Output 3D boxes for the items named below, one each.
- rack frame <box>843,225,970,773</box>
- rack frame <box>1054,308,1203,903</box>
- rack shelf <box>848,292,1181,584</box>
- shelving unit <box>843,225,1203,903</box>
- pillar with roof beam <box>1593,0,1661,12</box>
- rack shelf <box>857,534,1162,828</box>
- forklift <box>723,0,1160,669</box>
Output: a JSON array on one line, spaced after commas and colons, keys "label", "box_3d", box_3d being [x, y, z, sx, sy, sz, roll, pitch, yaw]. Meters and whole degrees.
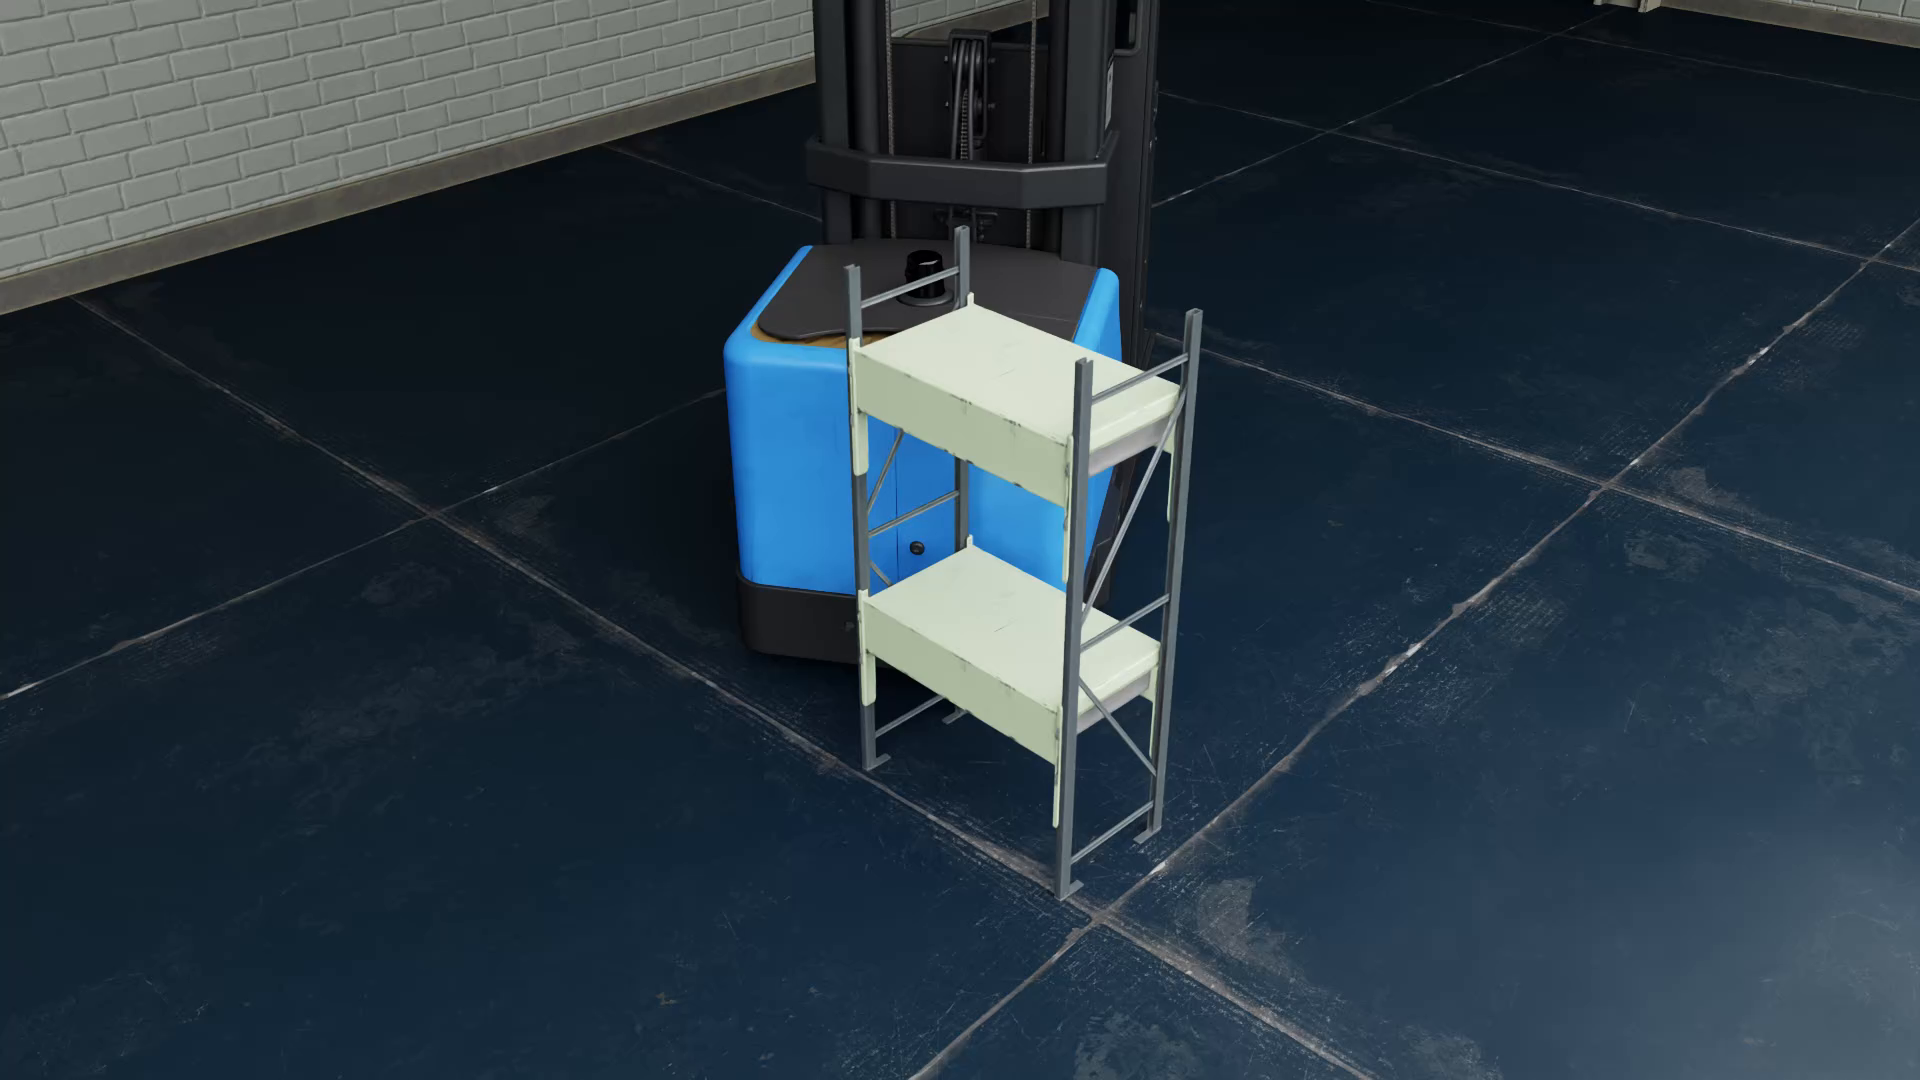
[{"label": "rack frame", "box_3d": [-0.125, -0.066, 4.406, 0.400, 1.500, 0.023, -27, 40, -37]}, {"label": "rack frame", "box_3d": [0.389, 0.203, 3.959, 0.400, 1.500, 0.023, -27, 40, -37]}, {"label": "rack shelf", "box_3d": [0.132, -0.266, 3.981, 0.431, 0.370, 0.720, -27, 40, -37]}, {"label": "shelving unit", "box_3d": [0.132, 0.068, 4.182, 0.431, 1.500, 0.755, -27, 40, -37]}, {"label": "pillar with roof beam", "box_3d": [2.071, -6.192, 7.310, 0.400, 9.000, 9.100, 25, 39, 35]}, {"label": "rack shelf", "box_3d": [0.132, 0.348, 4.351, 0.431, 0.370, 0.720, -27, 40, -37]}, {"label": "forklift", "box_3d": [0.127, -1.571, 5.518, 1.130, 2.935, 3.031, 6, 32, 10]}]
